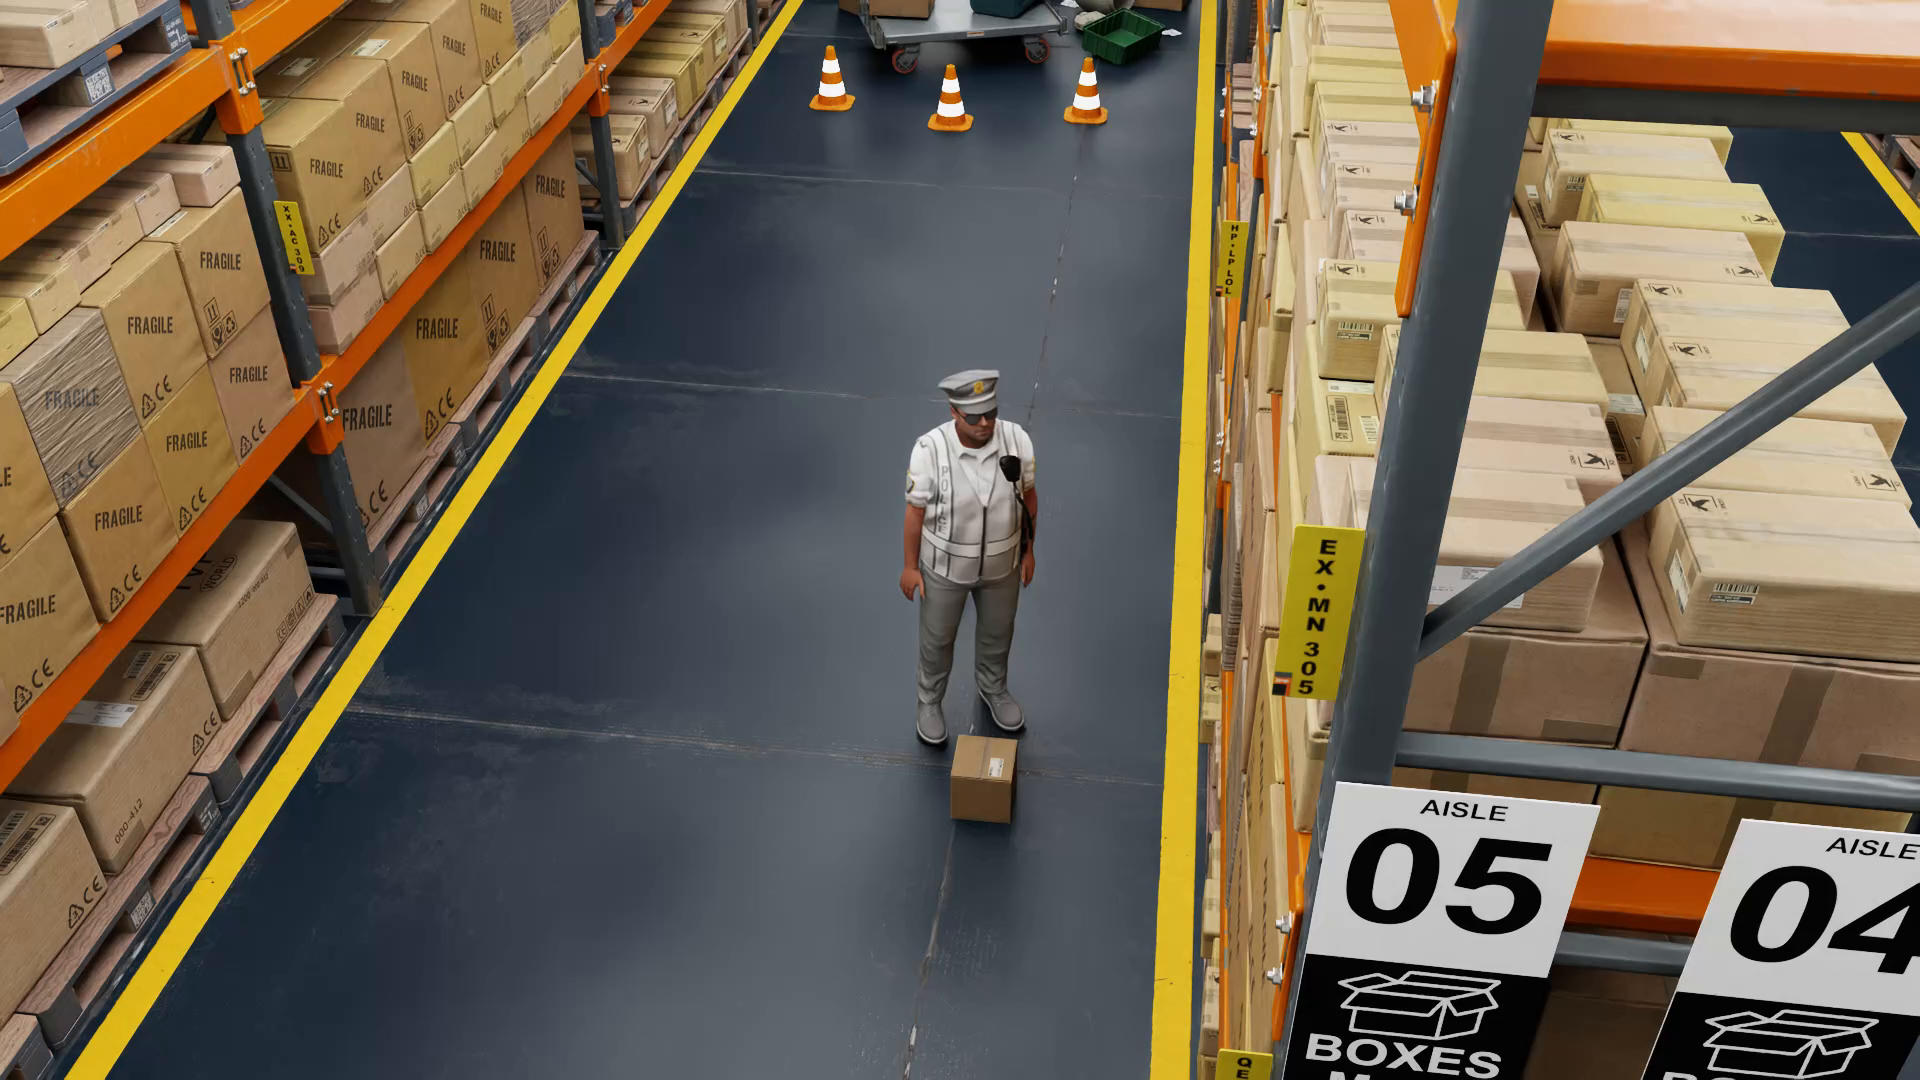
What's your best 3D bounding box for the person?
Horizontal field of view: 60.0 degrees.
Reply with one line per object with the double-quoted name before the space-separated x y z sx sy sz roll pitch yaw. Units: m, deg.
"person" 0.041 0.069 6.887 0.588 1.773 0.402 -7 37 -10
